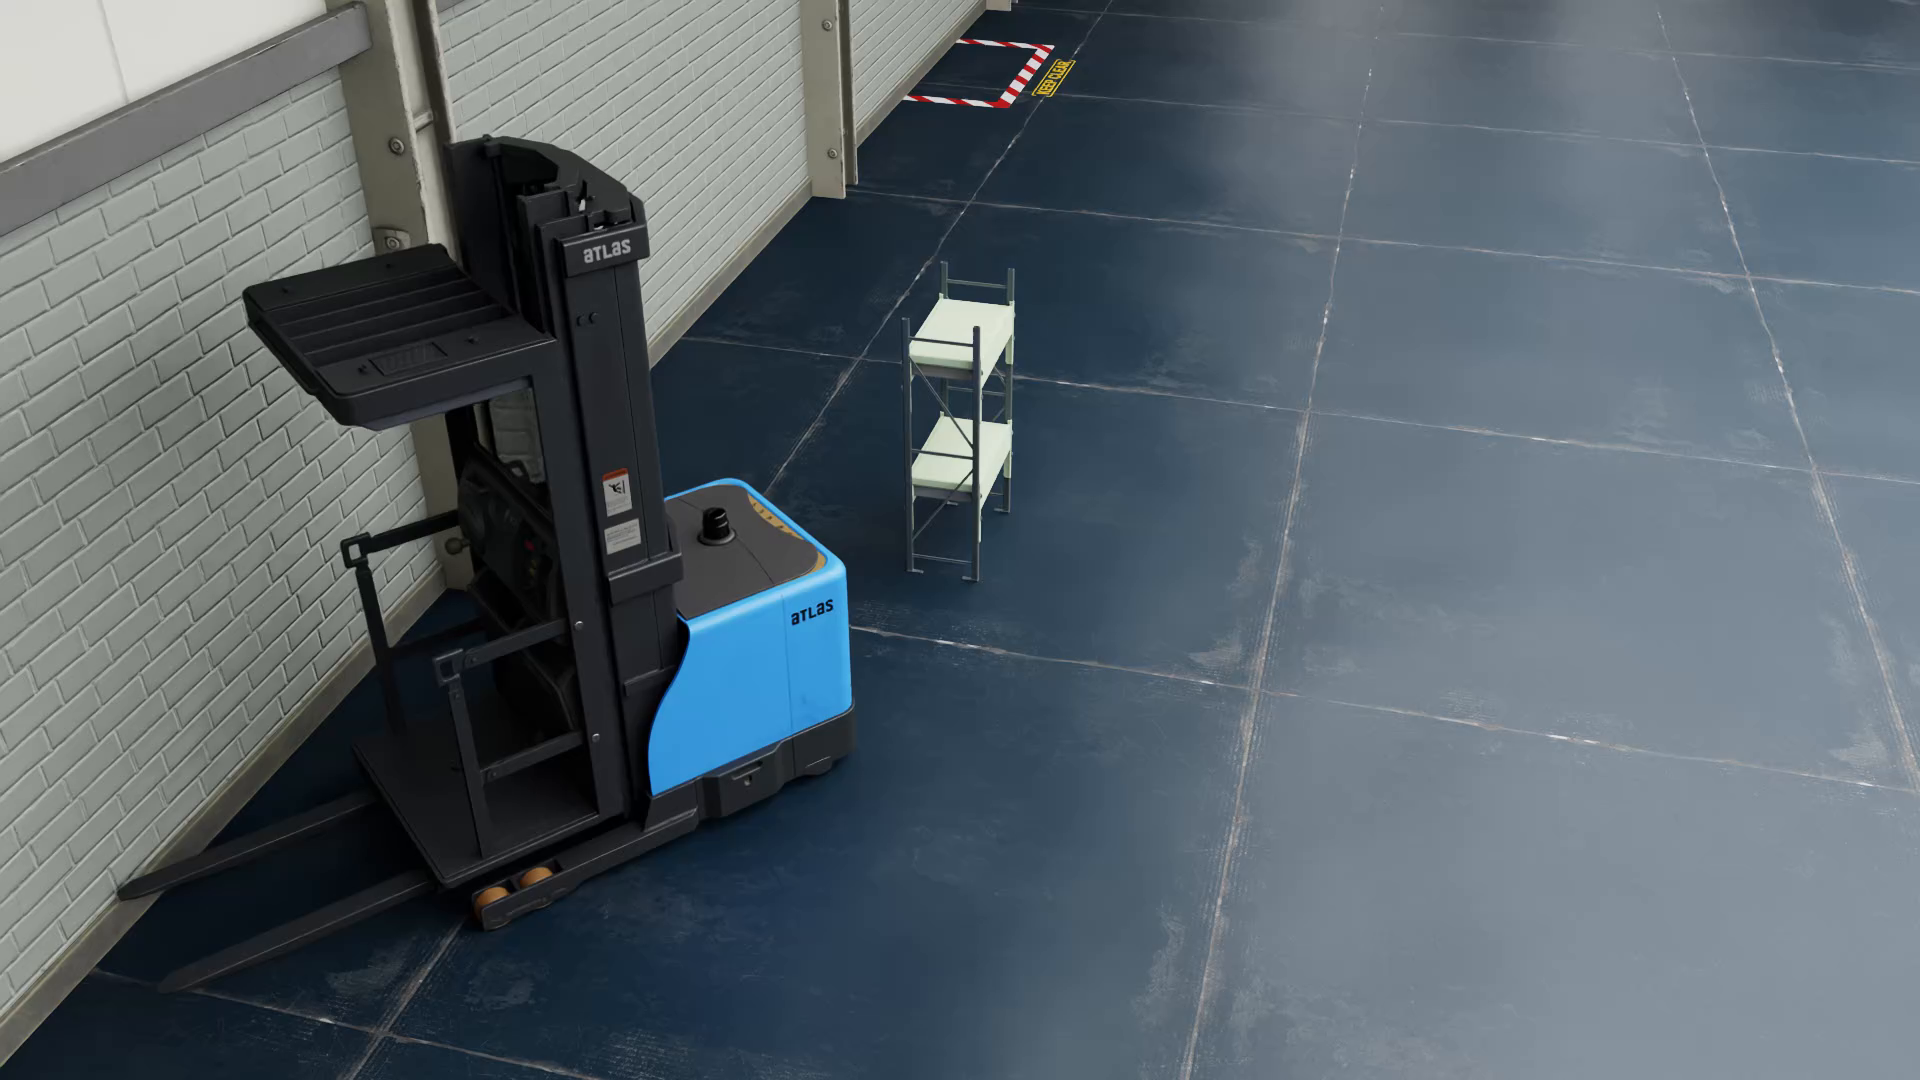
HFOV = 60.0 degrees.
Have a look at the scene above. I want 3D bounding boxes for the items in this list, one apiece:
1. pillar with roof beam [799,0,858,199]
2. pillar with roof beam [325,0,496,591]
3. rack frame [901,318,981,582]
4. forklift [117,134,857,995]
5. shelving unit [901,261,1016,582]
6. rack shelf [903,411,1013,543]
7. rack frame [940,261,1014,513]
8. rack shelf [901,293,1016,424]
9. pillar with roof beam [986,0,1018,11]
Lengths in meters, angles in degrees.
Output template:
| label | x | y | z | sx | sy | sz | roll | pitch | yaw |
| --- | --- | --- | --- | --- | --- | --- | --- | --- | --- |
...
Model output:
| label | x | y | z | sx | sy | sz | roll | pitch | yaw |
| --- | --- | --- | --- | --- | --- | --- | --- | --- | --- |
| pillar with roof beam | 3.102 | -6.157 | 10.618 | 9.100 | 9.000 | 0.400 | 8 | 33 | 12 |
| pillar with roof beam | 1.579 | -3.044 | 5.720 | 9.100 | 9.000 | 0.400 | 8 | 33 | 12 |
| rack frame | -0.095 | -0.440 | 8.613 | 0.400 | 1.500 | 0.023 | 8 | 33 | 12 |
| forklift | -1.969 | 0.031 | 6.539 | 3.031 | 2.935 | 1.130 | -21 | 38 | -30 |
| shelving unit | -0.002 | -0.629 | 8.912 | 0.431 | 1.500 | 0.755 | 8 | 33 | 12 |
| rack shelf | -0.002 | -0.354 | 9.087 | 0.431 | 0.370 | 0.720 | 8 | 33 | 12 |
| rack frame | 0.091 | -0.819 | 9.211 | 0.400 | 1.500 | 0.023 | 8 | 33 | 12 |
| rack shelf | -0.002 | -0.959 | 8.703 | 0.431 | 0.370 | 0.720 | 8 | 33 | 12 |
| pillar with roof beam | 4.625 | -9.271 | 15.515 | 9.100 | 9.000 | 0.400 | 8 | 33 | 12 |
